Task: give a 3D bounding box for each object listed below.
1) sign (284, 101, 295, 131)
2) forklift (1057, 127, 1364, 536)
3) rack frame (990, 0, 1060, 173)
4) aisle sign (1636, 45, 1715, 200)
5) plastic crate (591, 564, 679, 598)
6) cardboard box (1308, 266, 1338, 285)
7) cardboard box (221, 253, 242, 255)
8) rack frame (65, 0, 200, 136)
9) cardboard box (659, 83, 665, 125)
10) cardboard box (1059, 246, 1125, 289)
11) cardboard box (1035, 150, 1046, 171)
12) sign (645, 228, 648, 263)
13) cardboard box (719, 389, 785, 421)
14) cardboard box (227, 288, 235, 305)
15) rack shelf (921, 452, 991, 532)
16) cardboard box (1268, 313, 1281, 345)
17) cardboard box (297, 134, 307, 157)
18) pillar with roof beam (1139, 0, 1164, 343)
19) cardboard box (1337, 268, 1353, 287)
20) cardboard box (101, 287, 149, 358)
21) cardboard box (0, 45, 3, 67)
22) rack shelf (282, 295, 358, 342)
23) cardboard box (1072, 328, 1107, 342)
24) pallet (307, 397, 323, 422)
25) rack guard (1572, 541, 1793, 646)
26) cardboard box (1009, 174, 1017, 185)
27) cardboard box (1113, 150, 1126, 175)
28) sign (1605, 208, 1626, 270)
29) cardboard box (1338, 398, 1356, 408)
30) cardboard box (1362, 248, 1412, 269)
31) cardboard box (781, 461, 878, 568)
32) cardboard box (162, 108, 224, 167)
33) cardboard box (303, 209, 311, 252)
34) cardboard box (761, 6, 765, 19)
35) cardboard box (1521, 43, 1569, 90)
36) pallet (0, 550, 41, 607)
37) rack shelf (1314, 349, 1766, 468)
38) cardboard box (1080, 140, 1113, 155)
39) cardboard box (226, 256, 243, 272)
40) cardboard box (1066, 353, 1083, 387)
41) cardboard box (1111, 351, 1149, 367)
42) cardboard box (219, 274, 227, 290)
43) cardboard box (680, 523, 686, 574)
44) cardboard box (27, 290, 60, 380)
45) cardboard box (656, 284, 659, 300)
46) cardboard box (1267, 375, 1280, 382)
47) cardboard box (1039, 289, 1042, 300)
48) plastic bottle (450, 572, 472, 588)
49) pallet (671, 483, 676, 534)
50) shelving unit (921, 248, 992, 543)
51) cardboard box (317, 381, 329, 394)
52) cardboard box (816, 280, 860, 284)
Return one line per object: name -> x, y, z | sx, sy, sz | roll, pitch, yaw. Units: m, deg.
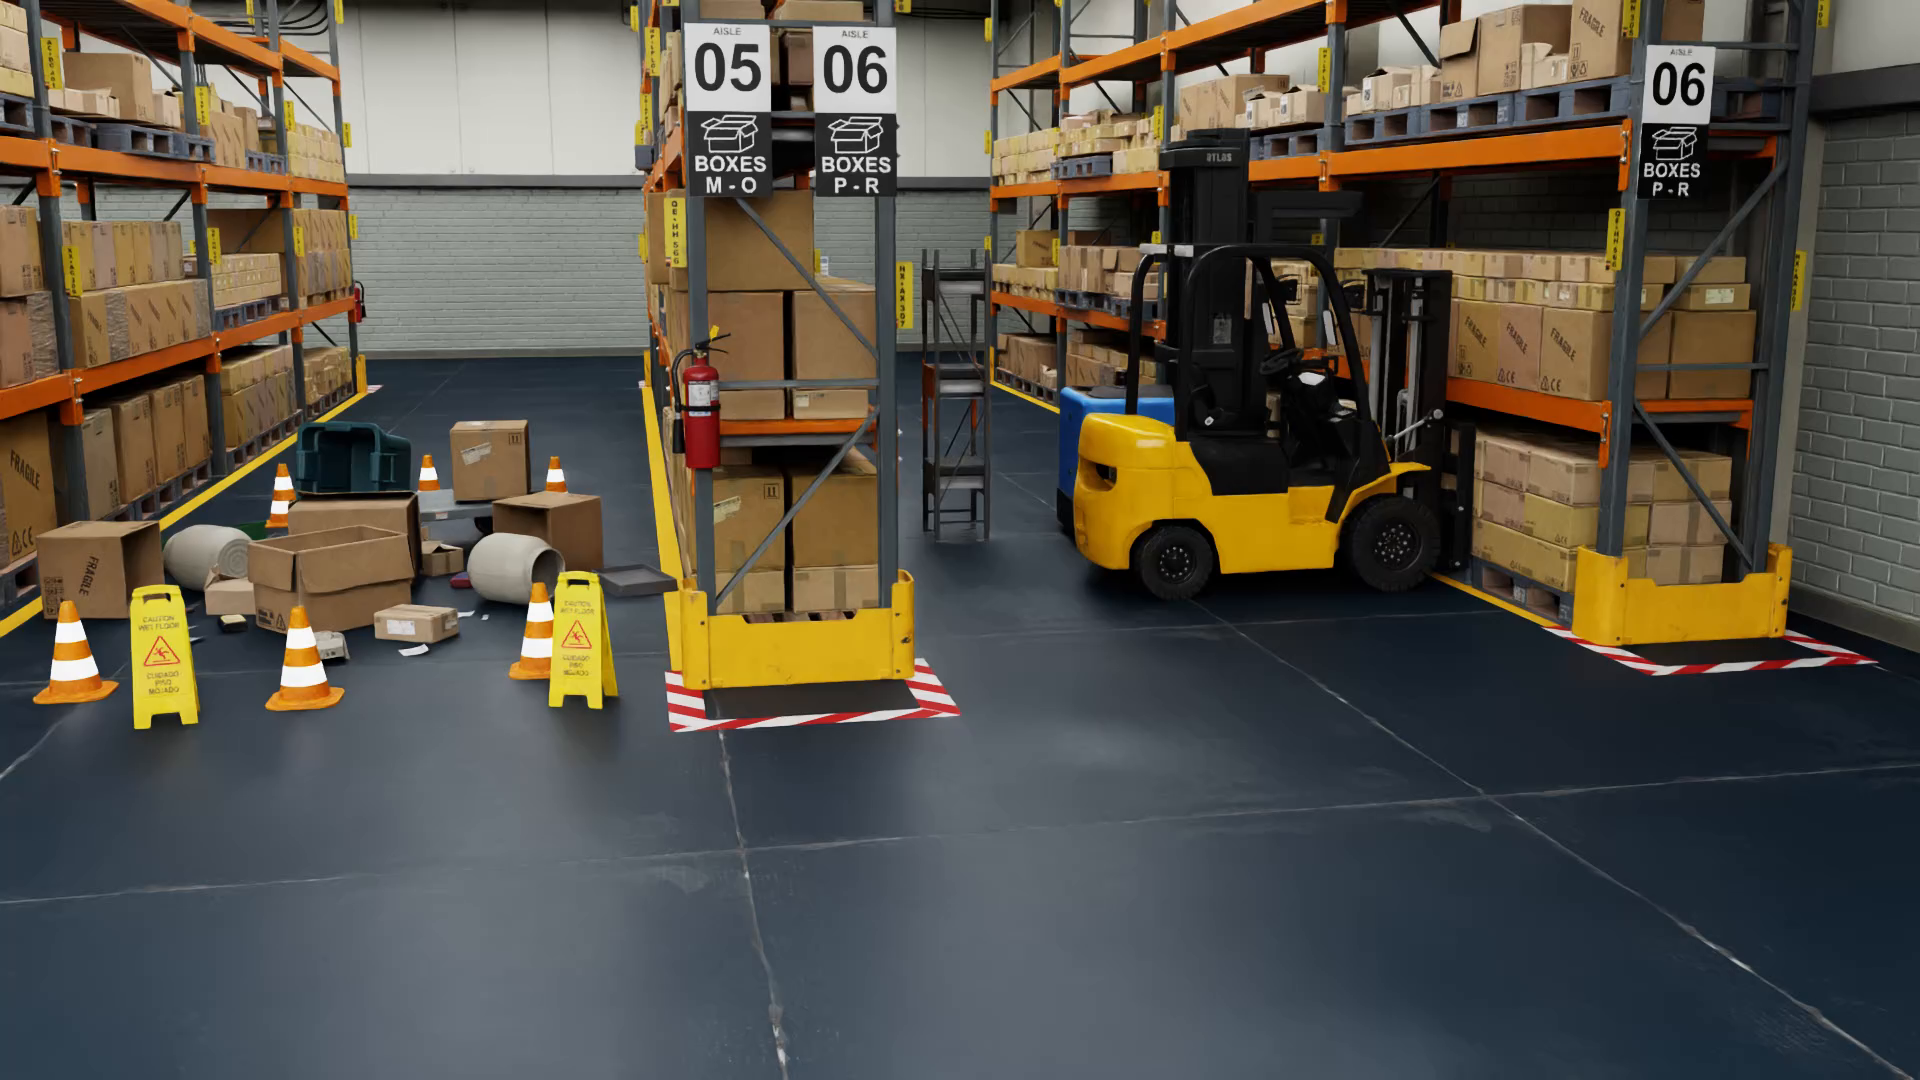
sign -> -7.441, -4.708, 18.453 | 0.100, 0.325, 0.005 | -2, 11, -11
forklift -> 2.293, -1.490, 12.185 | 3.031, 2.935, 1.130 | -1, 11, -7
rack frame -> 0.942, -6.827, 23.998 | 1.000, 3.000, 0.127 | -2, 11, -11
aisle sign -> 3.778, -2.200, 8.779 | 0.394, 0.787, 0.004 | -2, 11, -11
plastic crate -> -2.092, 0.254, 10.647 | 0.402, 0.080, 0.583 | -6, 13, -31
cardboard box -> 2.991, -2.101, 13.213 | 0.380, 0.149, 0.250 | -2, 11, -9
cardboard box -> -8.356, -3.040, 19.085 | 0.500, 0.500, 0.500 | -2, 11, -11
rack frame -> -7.206, -4.980, 14.294 | 1.000, 3.000, 0.127 | -2, 11, -11
cardboard box -> -1.775, -2.953, 11.273 | 0.500, 0.250, 0.500 | -2, 11, -12
cardboard box -> 1.594, -3.305, 20.147 | 0.700, 0.500, 0.500 | -2, 11, -10
cardboard box -> 1.269, -4.867, 21.326 | 0.500, 0.250, 0.500 | -3, 11, -13
sign -> -2.914, -2.780, 15.681 | 0.100, 0.325, 0.005 | -2, 11, -11
cardboard box -> -1.097, -0.702, 8.532 | 0.380, 0.149, 0.250 | -2, 11, -9
cardboard box -> -7.254, -2.353, 16.087 | 0.380, 0.149, 0.250 | -2, 11, -8
rack shelf -> -0.032, -0.361, 12.293 | 0.431, 0.518, 0.480 | -2, 11, -11
cardboard box -> 2.818, -1.780, 13.929 | 0.500, 0.250, 0.500 | -2, 11, -11
cardboard box -> -7.935, -4.601, 19.387 | 0.500, 0.250, 0.500 | -2, 11, -11
pillar with roof beam -> -1.754, -6.097, 20.164 | 9.100, 9.000, 0.400 | -2, 11, -11
cardboard box -> 3.080, -1.979, 12.568 | 0.380, 0.149, 0.250 | -2, 11, -12
cardboard box -> -6.460, -1.639, 12.518 | 0.500, 0.500, 0.500 | -2, 11, -11
cardboard box -> -5.983, -2.927, 9.745 | 0.500, 0.250, 0.500 | -2, 11, -11
rack shelf -> -8.373, -2.780, 20.704 | 1.077, 0.370, 4.000 | -2, 11, -11
cardboard box -> 1.588, -2.516, 20.426 | 0.380, 0.149, 0.250 | -2, 11, -12
pallet -> -8.150, -1.519, 19.611 | 1.003, 0.211, 1.213 | -2, 11, -11
rack guard -> 4.058, 0.287, 9.352 | 1.175, 0.500, 0.348 | -2, 11, -11
cardboard box -> 0.891, -4.971, 22.942 | 0.380, 0.149, 0.250 | -2, 11, -11
cardboard box -> 1.964, -4.082, 17.998 | 0.500, 0.250, 0.500 | -2, 11, -11
sign -> 3.519, -1.613, 8.921 | 0.100, 0.325, 0.005 | -2, 11, -11
cardboard box -> 3.062, -0.926, 12.594 | 0.500, 0.250, 0.500 | -2, 11, -12
cardboard box -> 3.203, -2.080, 12.303 | 0.380, 0.149, 0.250 | -2, 11, -10
cardboard box -> -0.705, -0.151, 9.190 | 0.500, 0.500, 0.500 | -3, 11, -13
cardboard box -> -7.056, -3.670, 15.166 | 0.500, 0.500, 0.500 | -2, 11, -11
cardboard box -> -7.949, -3.639, 19.557 | 0.500, 0.500, 0.500 | -2, 11, -13
cardboard box -> -1.182, -2.606, 8.383 | 0.380, 0.149, 0.250 | -2, 11, -10
cardboard box -> 3.545, -2.796, 9.810 | 0.396, 0.266, 0.258 | -2, 11, -11
pallet -> -6.357, 0.213, 10.514 | 1.003, 0.211, 1.213 | -2, 11, -11
rack shelf -> 3.665, -0.959, 11.136 | 1.077, 0.370, 4.000 | -2, 11, -11
cardboard box -> 1.589, -4.495, 19.051 | 0.380, 0.149, 0.250 | -2, 11, -12
cardboard box -> -7.363, -2.741, 16.532 | 0.380, 0.149, 0.250 | -2, 11, -9
cardboard box -> 1.593, -2.028, 20.390 | 0.500, 0.500, 0.500 | -2, 11, -9
cardboard box -> 1.923, -2.035, 18.695 | 0.380, 0.149, 0.250 | -3, 11, -14
cardboard box -> -7.213, -2.456, 15.833 | 0.380, 0.149, 0.250 | -2, 11, -13
cardboard box -> -1.436, 0.051, 10.139 | 0.500, 0.250, 0.500 | -3, 11, -13
cardboard box -> -6.345, -1.306, 10.634 | 0.875, 0.550, 0.550 | -2, 11, -11
cardboard box -> -2.714, -2.483, 16.284 | 0.500, 0.250, 0.500 | -2, 11, -11
cardboard box -> 2.740, -1.218, 15.801 | 0.875, 0.625, 0.625 | -2, 11, -9
cardboard box -> 1.239, -3.215, 21.738 | 0.380, 0.149, 0.250 | -2, 11, -10
plastic bottle -> -3.181, 0.251, 10.717 | 0.133, 0.061, 0.283 | 0, 11, -1
pallet -> -1.745, -0.271, 13.055 | 1.003, 0.211, 1.213 | -2, 11, -11
shelving unit -> -0.032, -1.062, 12.160 | 0.431, 2.100, 0.503 | -2, 11, -11
cardboard box -> -8.032, -1.887, 20.592 | 0.380, 0.149, 0.250 | -2, 11, -13
cardboard box -> -0.839, -1.245, 9.651 | 0.500, 0.500, 0.500 | -2, 11, -12
